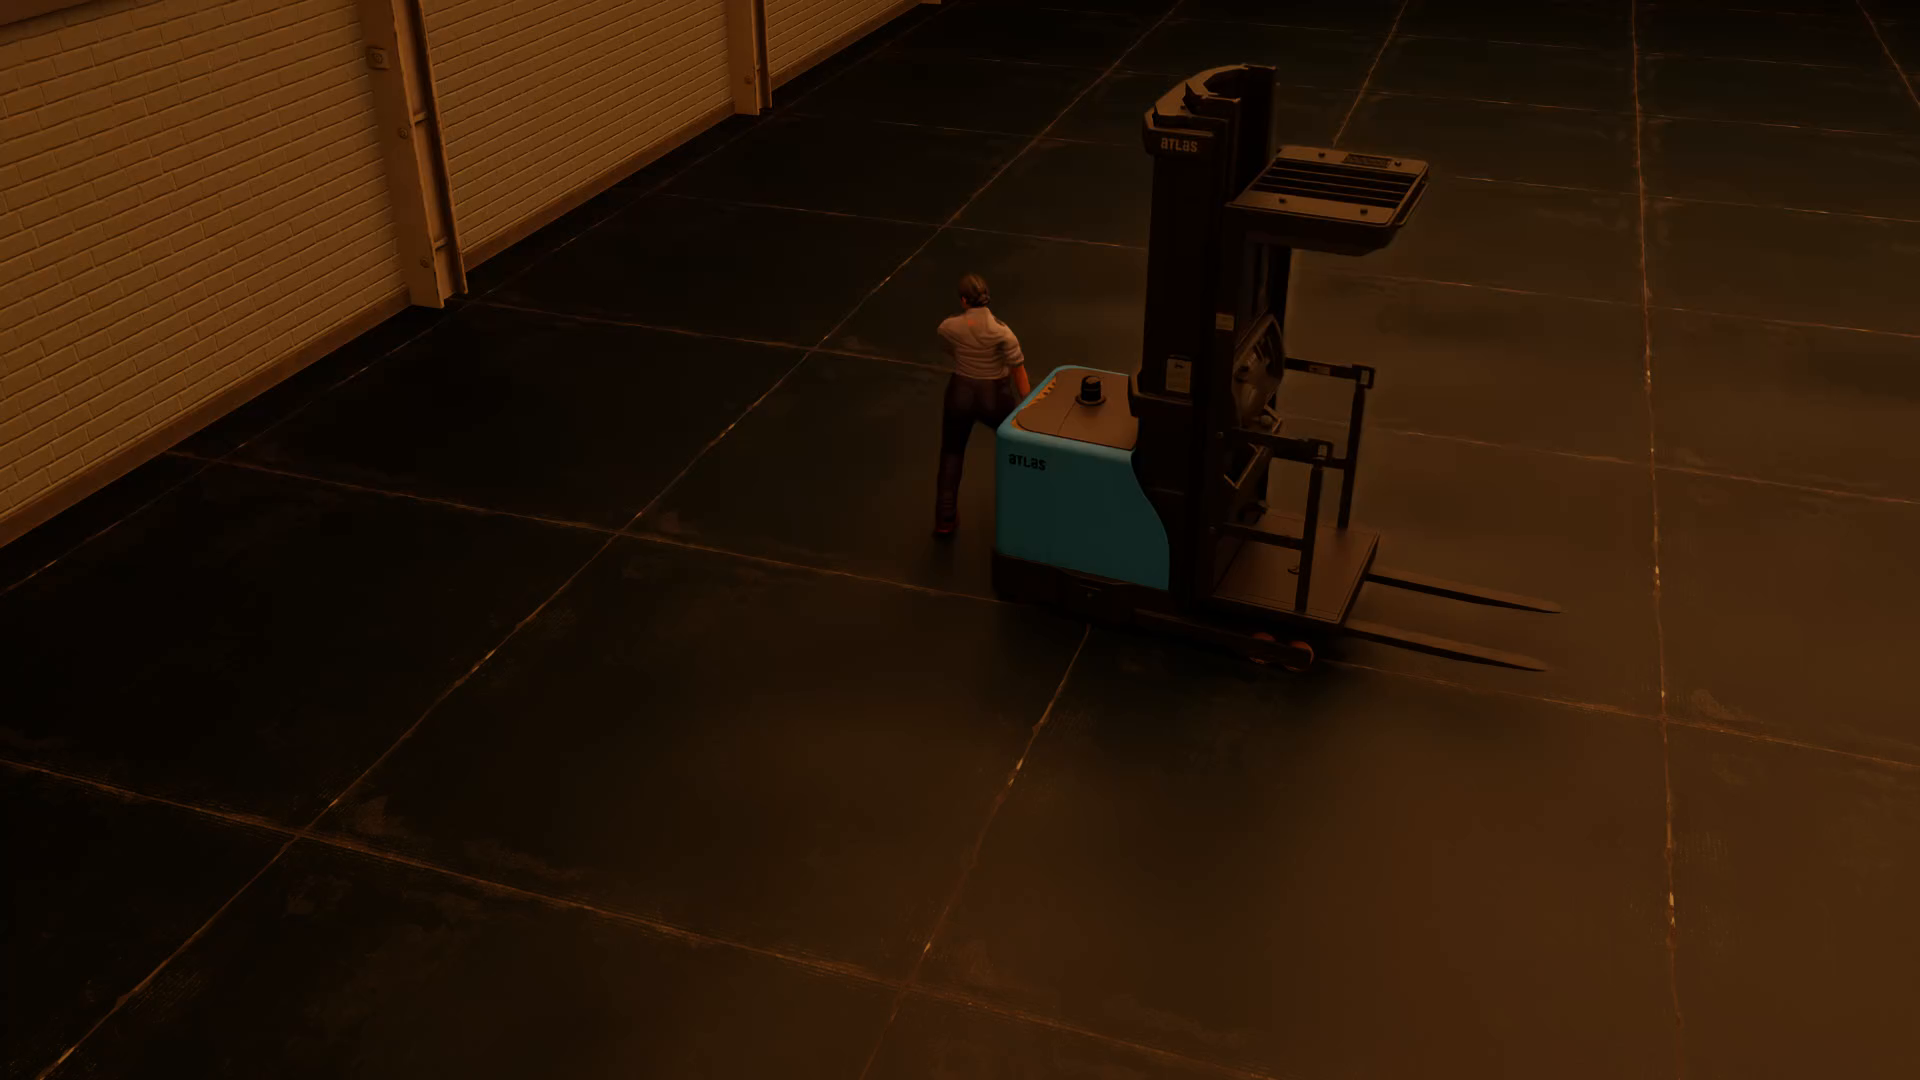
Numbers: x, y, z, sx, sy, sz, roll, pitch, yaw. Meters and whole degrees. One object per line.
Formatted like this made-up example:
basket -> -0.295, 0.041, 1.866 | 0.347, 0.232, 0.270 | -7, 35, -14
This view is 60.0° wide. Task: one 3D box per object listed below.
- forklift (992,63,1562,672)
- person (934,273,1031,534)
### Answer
forklift -> 1.745, -0.868, 8.660 | 3.031, 2.935, 1.130 | 12, 32, 21
person -> 0.173, -0.864, 10.039 | 0.626, 1.585, 0.814 | 7, 30, 12
